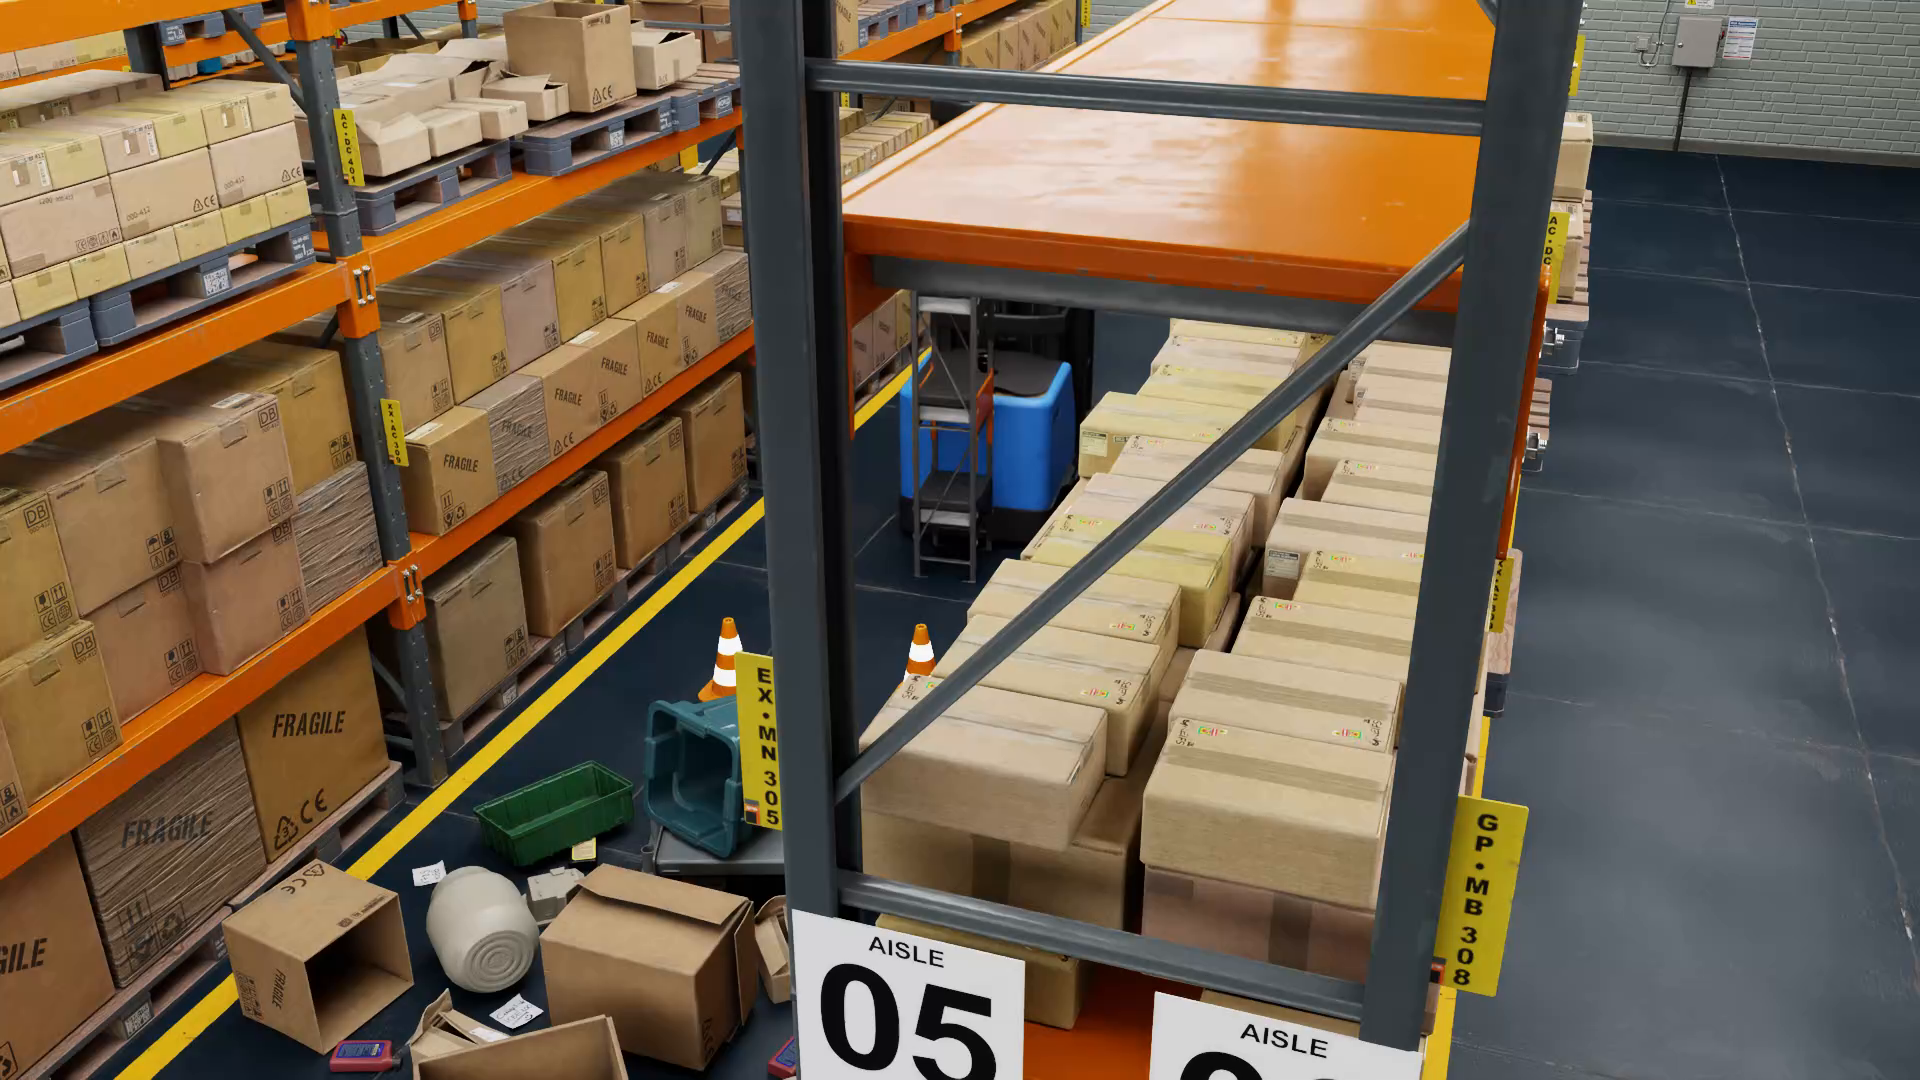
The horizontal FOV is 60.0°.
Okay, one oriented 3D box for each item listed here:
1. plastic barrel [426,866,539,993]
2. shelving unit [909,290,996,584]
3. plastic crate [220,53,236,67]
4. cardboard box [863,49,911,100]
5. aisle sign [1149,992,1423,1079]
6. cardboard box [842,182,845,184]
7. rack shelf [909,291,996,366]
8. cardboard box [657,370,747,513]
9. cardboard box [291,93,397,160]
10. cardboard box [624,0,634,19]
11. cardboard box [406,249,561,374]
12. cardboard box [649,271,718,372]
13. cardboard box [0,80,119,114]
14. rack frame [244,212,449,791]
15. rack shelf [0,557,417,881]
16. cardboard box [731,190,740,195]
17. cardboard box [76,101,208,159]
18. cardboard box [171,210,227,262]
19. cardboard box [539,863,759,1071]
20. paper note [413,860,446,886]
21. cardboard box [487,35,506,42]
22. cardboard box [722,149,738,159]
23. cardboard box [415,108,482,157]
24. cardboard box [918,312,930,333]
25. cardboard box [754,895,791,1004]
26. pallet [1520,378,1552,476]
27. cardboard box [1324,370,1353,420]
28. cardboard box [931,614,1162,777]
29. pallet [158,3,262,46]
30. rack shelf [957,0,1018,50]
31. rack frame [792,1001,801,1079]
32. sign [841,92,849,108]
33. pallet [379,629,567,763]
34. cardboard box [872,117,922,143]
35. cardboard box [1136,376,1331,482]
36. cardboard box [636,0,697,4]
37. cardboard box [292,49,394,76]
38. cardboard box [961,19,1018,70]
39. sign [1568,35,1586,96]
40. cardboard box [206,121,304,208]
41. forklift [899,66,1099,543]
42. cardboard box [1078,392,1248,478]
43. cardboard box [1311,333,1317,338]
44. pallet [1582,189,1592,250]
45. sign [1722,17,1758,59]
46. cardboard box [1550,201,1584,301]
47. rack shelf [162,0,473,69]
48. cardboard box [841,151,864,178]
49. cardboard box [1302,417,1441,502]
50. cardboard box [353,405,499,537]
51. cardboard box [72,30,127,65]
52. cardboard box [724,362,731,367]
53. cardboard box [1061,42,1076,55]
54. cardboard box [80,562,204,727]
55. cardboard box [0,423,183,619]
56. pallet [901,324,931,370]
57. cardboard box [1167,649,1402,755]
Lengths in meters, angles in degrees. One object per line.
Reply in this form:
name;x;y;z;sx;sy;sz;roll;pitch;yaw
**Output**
plastic barrel;-2.093;1.694;7.266;0.421;0.421;0.512;-14;29;-27
shelving unit;-0.041;-0.788;10.469;0.431;2.100;0.503;6;26;12
plastic crate;-8.844;-5.753;19.923;0.298;0.136;0.250;9;27;17
cardboard box;-0.598;-4.303;15.093;0.500;0.500;0.500;8;27;16
aisle sign;0.481;1.066;2.623;0.394;0.787;0.004;9;27;17
cardboard box;-1.053;-2.707;12.864;0.380;0.149;0.250;8;27;17
rack shelf;-0.041;-1.406;10.170;0.431;0.518;0.480;6;26;12
cardboard box;-2.118;-0.738;11.431;1.050;0.750;0.750;8;27;17
cardboard box;-3.077;-1.985;8.040;0.500;0.250;0.500;9;27;18
cardboard box;-3.726;-6.012;19.196;0.500;0.500;0.500;9;27;18
cardboard box;-2.664;-1.274;9.177;0.700;0.500;0.500;9;27;18
cardboard box;-1.894;-1.415;10.615;0.500;0.500;0.500;9;27;17
cardboard box;-3.687;-1.779;6.817;0.380;0.149;0.250;9;27;17
rack frame;-3.162;-0.155;8.127;1.000;3.000;0.127;9;27;17
rack shelf;-3.827;0.991;6.586;1.077;0.370;4.000;9;27;17
cardboard box;-1.839;-2.598;12.640;0.380;0.149;0.250;9;27;18
cardboard box;-3.151;-1.581;6.408;0.380;0.149;0.250;9;27;17
cardboard box;-3.150;-1.219;6.576;0.380;0.149;0.250;9;27;18
cardboard box;-1.291;1.754;6.895;0.797;0.637;0.503;9;27;17
paper note;-2.531;1.589;7.932;0.147;0.020;0.142;-9;27;-18
cardboard box;-2.446;-2.844;9.814;0.500;0.250;0.500;10;27;19
cardboard box;-1.667;-2.941;13.006;0.380;0.149;0.250;10;28;20
cardboard box;-2.583;-2.016;8.221;0.250;0.149;0.380;9;27;17
cardboard box;-0.508;-2.165;14.667;0.500;0.500;0.500;8;27;16
cardboard box;-0.755;1.776;7.278;0.258;0.266;0.396;-9;27;-18
pallet;2.734;-0.727;9.530;1.213;0.211;1.003;9;27;17
cardboard box;1.296;-0.259;4.732;0.500;0.250;0.500;8;27;17
cardboard box;0.165;0.287;3.145;0.380;0.149;0.250;9;27;18
pallet;-6.310;-4.097;13.043;1.213;0.211;1.003;10;28;20
rack shelf;0.166;-5.290;16.118;1.077;0.370;4.000;9;27;17
rack frame;0.209;2.166;3.335;1.000;3.000;0.127;9;27;17
sign;-1.014;-3.907;14.885;0.100;0.325;0.005;9;27;17
pallet;-2.976;0.772;9.412;1.003;0.211;1.213;9;27;17
cardboard box;-0.538;-3.482;14.123;0.380;0.149;0.250;8;27;16
cardboard box;0.794;-0.336;4.891;0.500;0.250;0.500;9;27;18
cardboard box;-1.941;-3.742;11.101;0.396;0.266;0.258;9;27;17
cardboard box;-5.587;-4.155;15.124;0.797;0.503;0.637;9;27;18
cardboard box;0.235;-4.639;15.786;0.500;0.500;0.500;9;27;18
sign;3.382;-2.625;9.195;0.100;0.325;0.005;9;27;17
cardboard box;-3.083;-1.566;6.833;0.500;0.250;0.500;8;27;17
forklift;0.421;-1.912;11.836;1.130;2.935;3.031;6;26;12
cardboard box;0.522;-0.247;4.250;0.380;0.149;0.250;9;27;19
cardboard box;0.972;-0.774;5.337;0.380;0.149;0.250;8;27;16
pallet;2.188;-1.409;7.491;1.213;0.211;1.003;9;27;17
sign;9.855;-6.336;21.004;0.329;0.494;0.001;9;27;17
cardboard box;2.112;-1.132;6.394;0.500;0.250;0.500;8;27;16
rack shelf;-5.809;-4.407;14.294;1.077;0.370;4.000;9;27;17
cardboard box;-0.972;-2.946;13.017;0.380;0.149;0.250;8;27;17
cardboard box;1.055;-0.168;4.085;0.380;0.149;0.250;9;27;19
cardboard box;-2.733;-0.377;8.471;0.500;0.500;0.500;9;27;18
cardboard box;-6.401;-3.611;11.996;0.500;0.250;0.500;9;27;18
cardboard box;-1.850;-1.519;12.471;0.500;0.250;0.500;8;27;16
cardboard box;0.925;-5.043;17.767;0.500;0.500;0.500;9;27;18
cardboard box;-3.726;0.365;6.881;0.875;0.550;0.550;9;27;17
cardboard box;-3.700;-0.117;6.638;0.875;0.550;0.550;9;27;17
pallet;-0.757;-1.867;14.864;1.003;0.211;1.213;9;27;17
cardboard box;0.588;0.347;3.022;0.380;0.149;0.250;9;27;17
